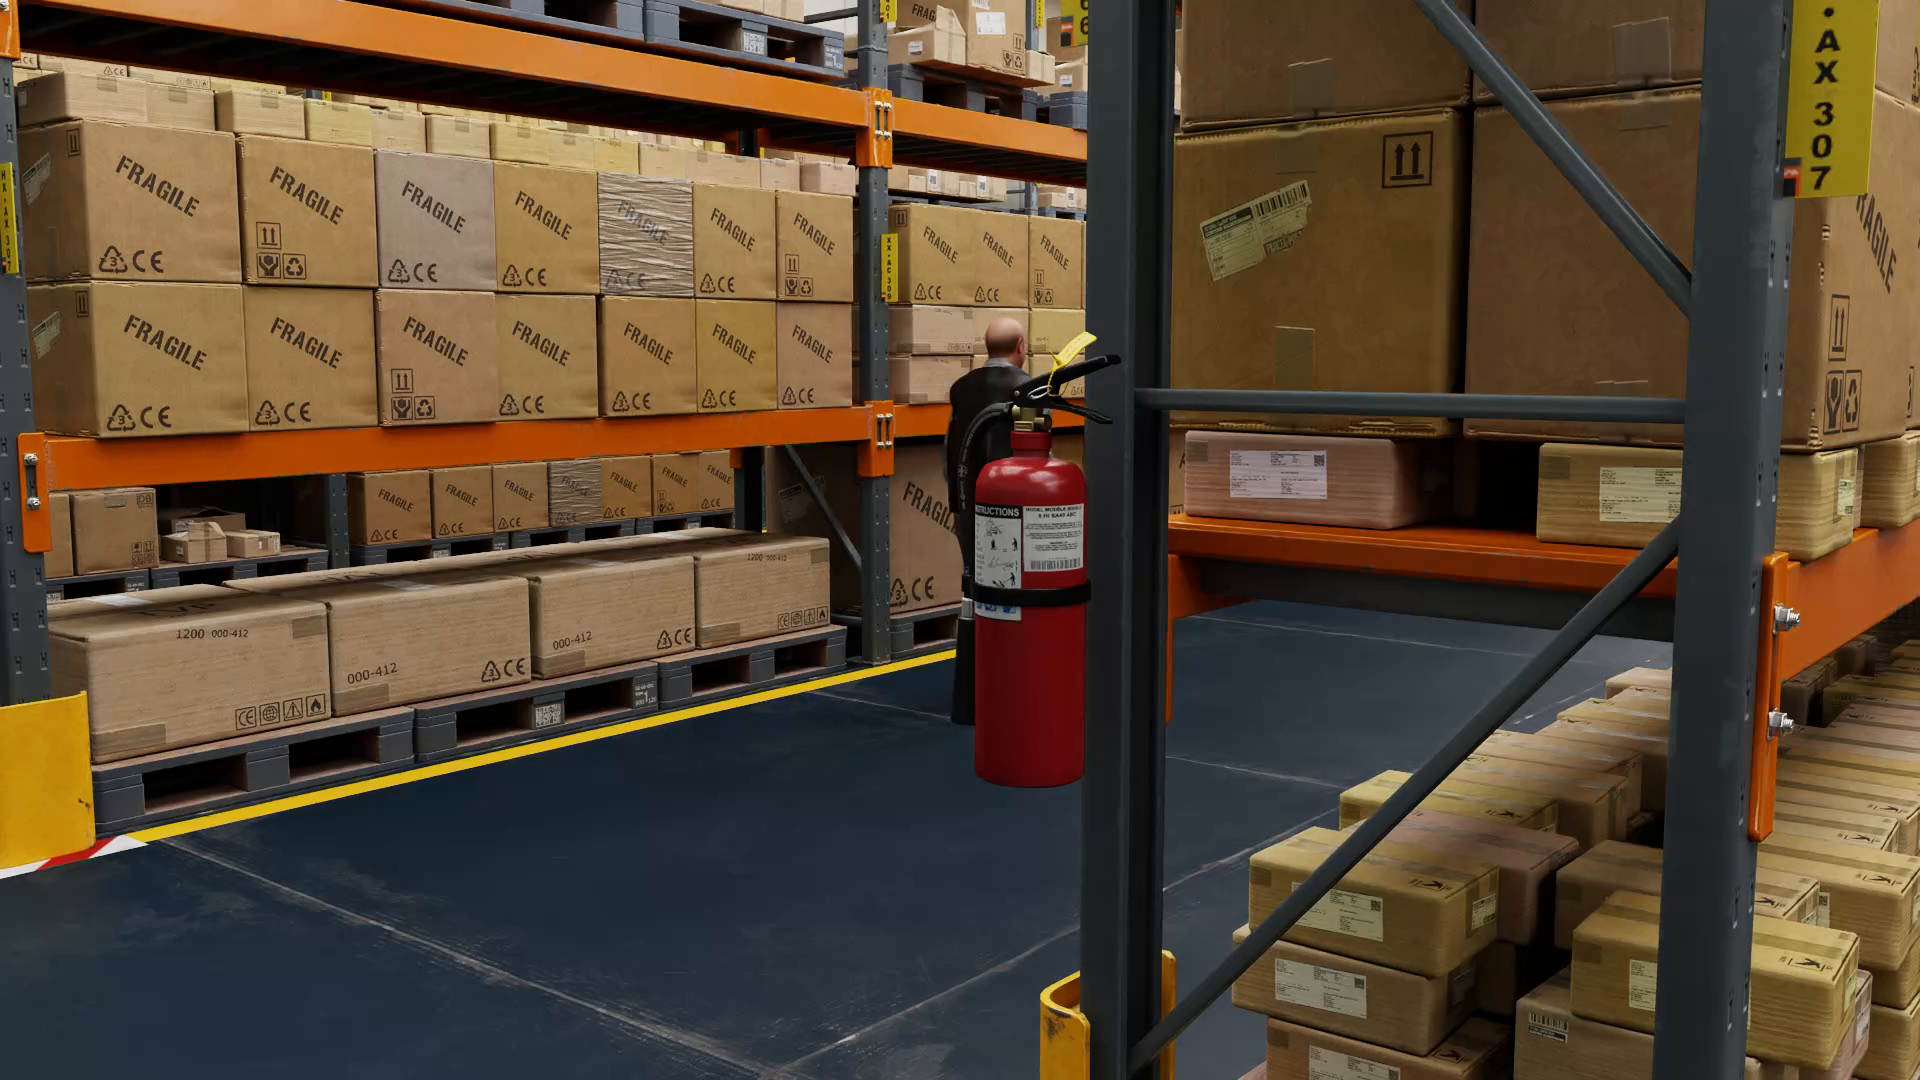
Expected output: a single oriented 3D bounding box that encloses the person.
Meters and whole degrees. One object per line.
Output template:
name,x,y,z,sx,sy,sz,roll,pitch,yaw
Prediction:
person,0.189,-0.124,7.399,0.581,1.720,0.376,5,8,36
